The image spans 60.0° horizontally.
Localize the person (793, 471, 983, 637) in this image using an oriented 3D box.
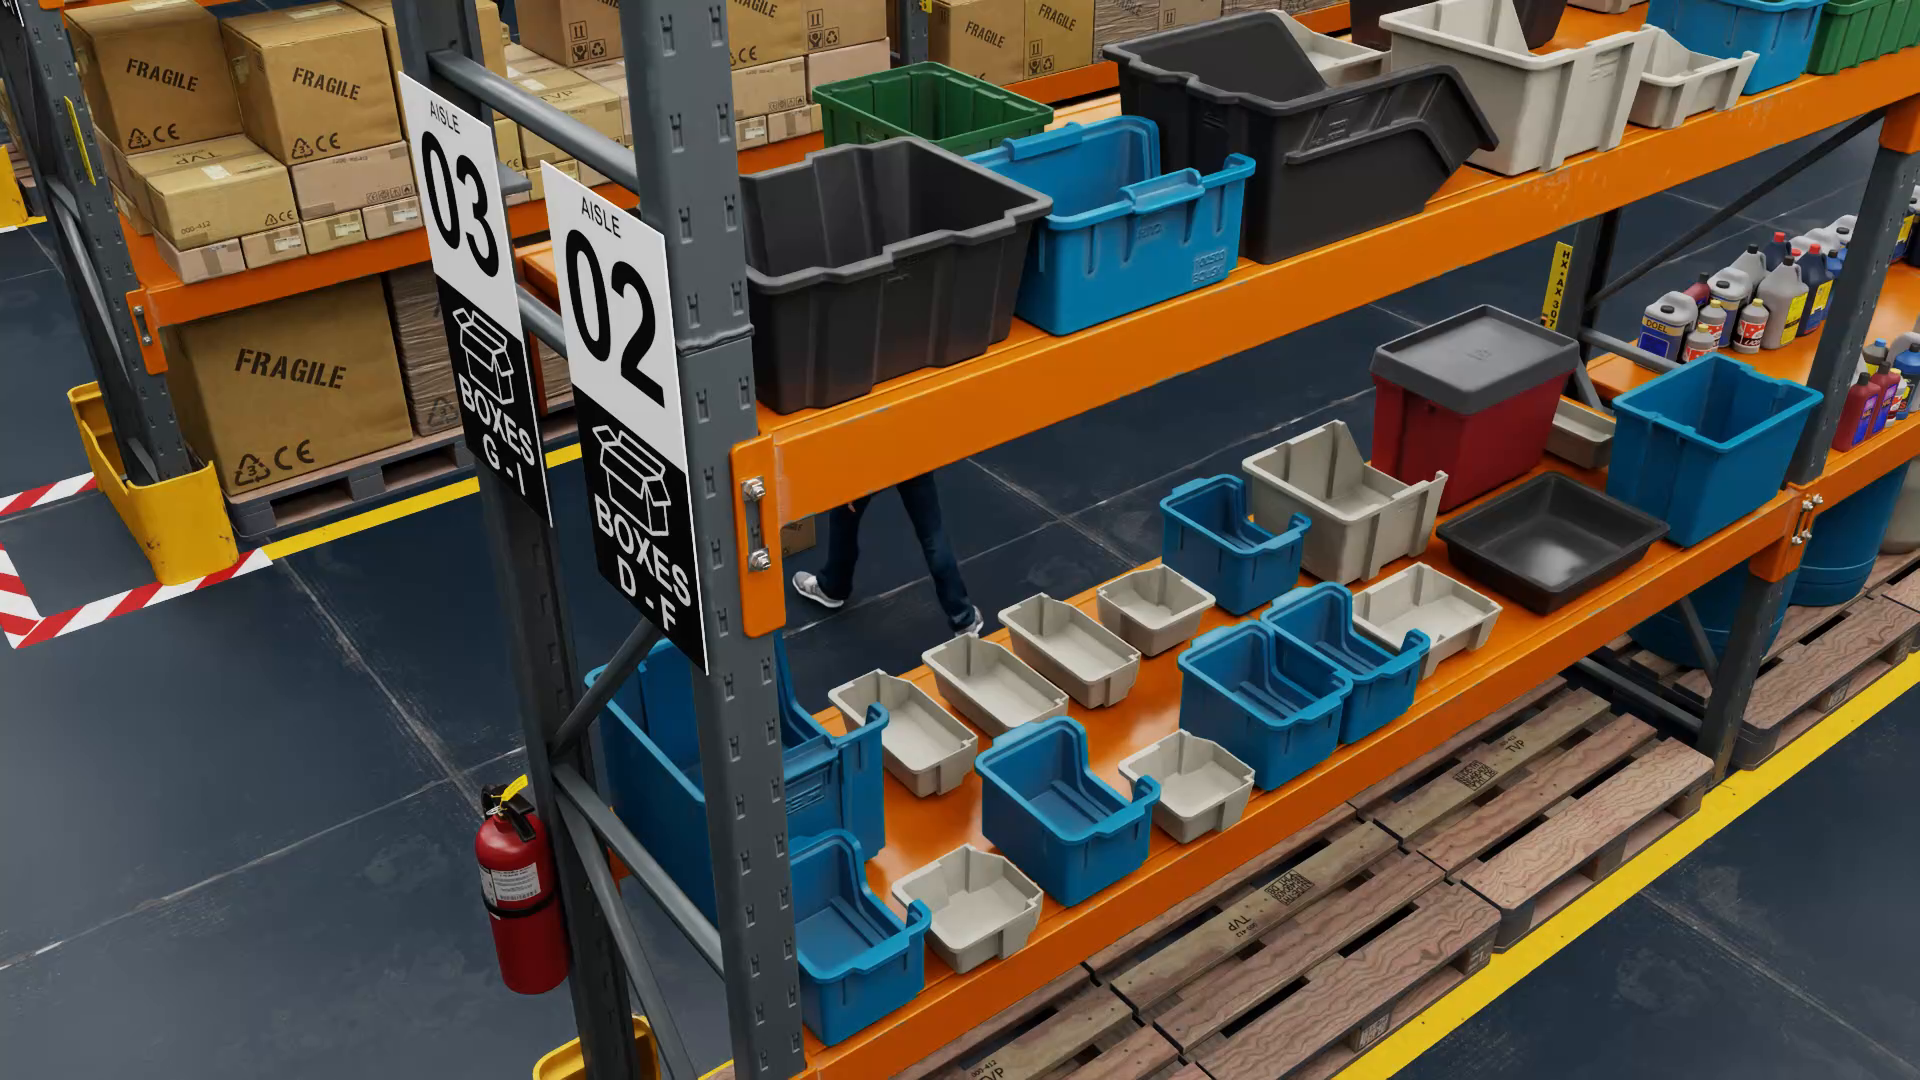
[{"bbox_3d":[-0.281,-0.336,6.677,0.553,1.546,0.847,-19,37,-27],"label":"person"}]
